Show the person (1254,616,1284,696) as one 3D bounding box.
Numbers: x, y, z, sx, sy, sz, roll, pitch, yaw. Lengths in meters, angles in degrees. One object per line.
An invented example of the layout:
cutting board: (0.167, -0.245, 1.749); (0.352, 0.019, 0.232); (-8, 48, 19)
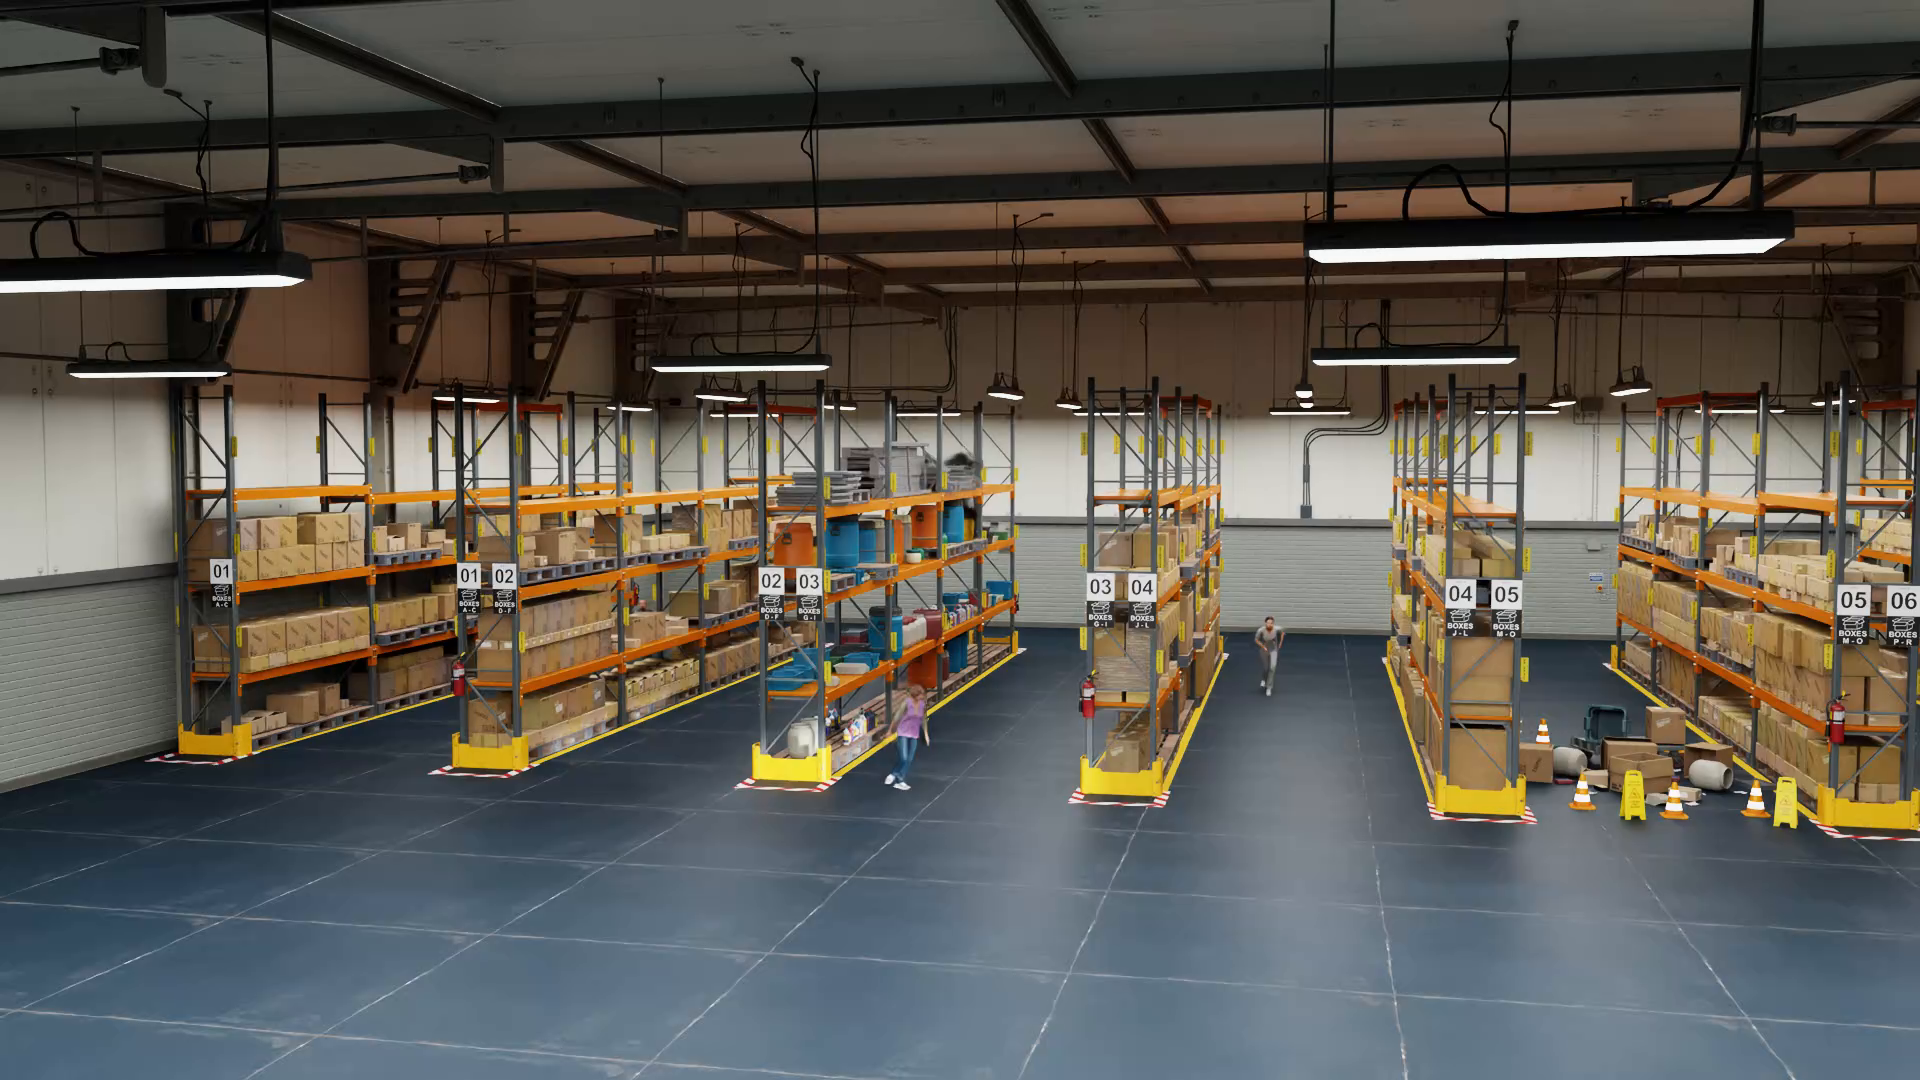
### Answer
person: (6.281, 2.328, 33.890); (0.606, 1.628, 1.003); (0, 3, 0)

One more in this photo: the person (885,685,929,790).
person: (-0.770, 2.877, 24.252); (0.569, 1.556, 0.534); (-2, 4, -36)

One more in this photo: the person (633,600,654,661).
person: (-6.917, 2.129, 36.531); (0.658, 1.674, 0.773); (0, 3, 2)
